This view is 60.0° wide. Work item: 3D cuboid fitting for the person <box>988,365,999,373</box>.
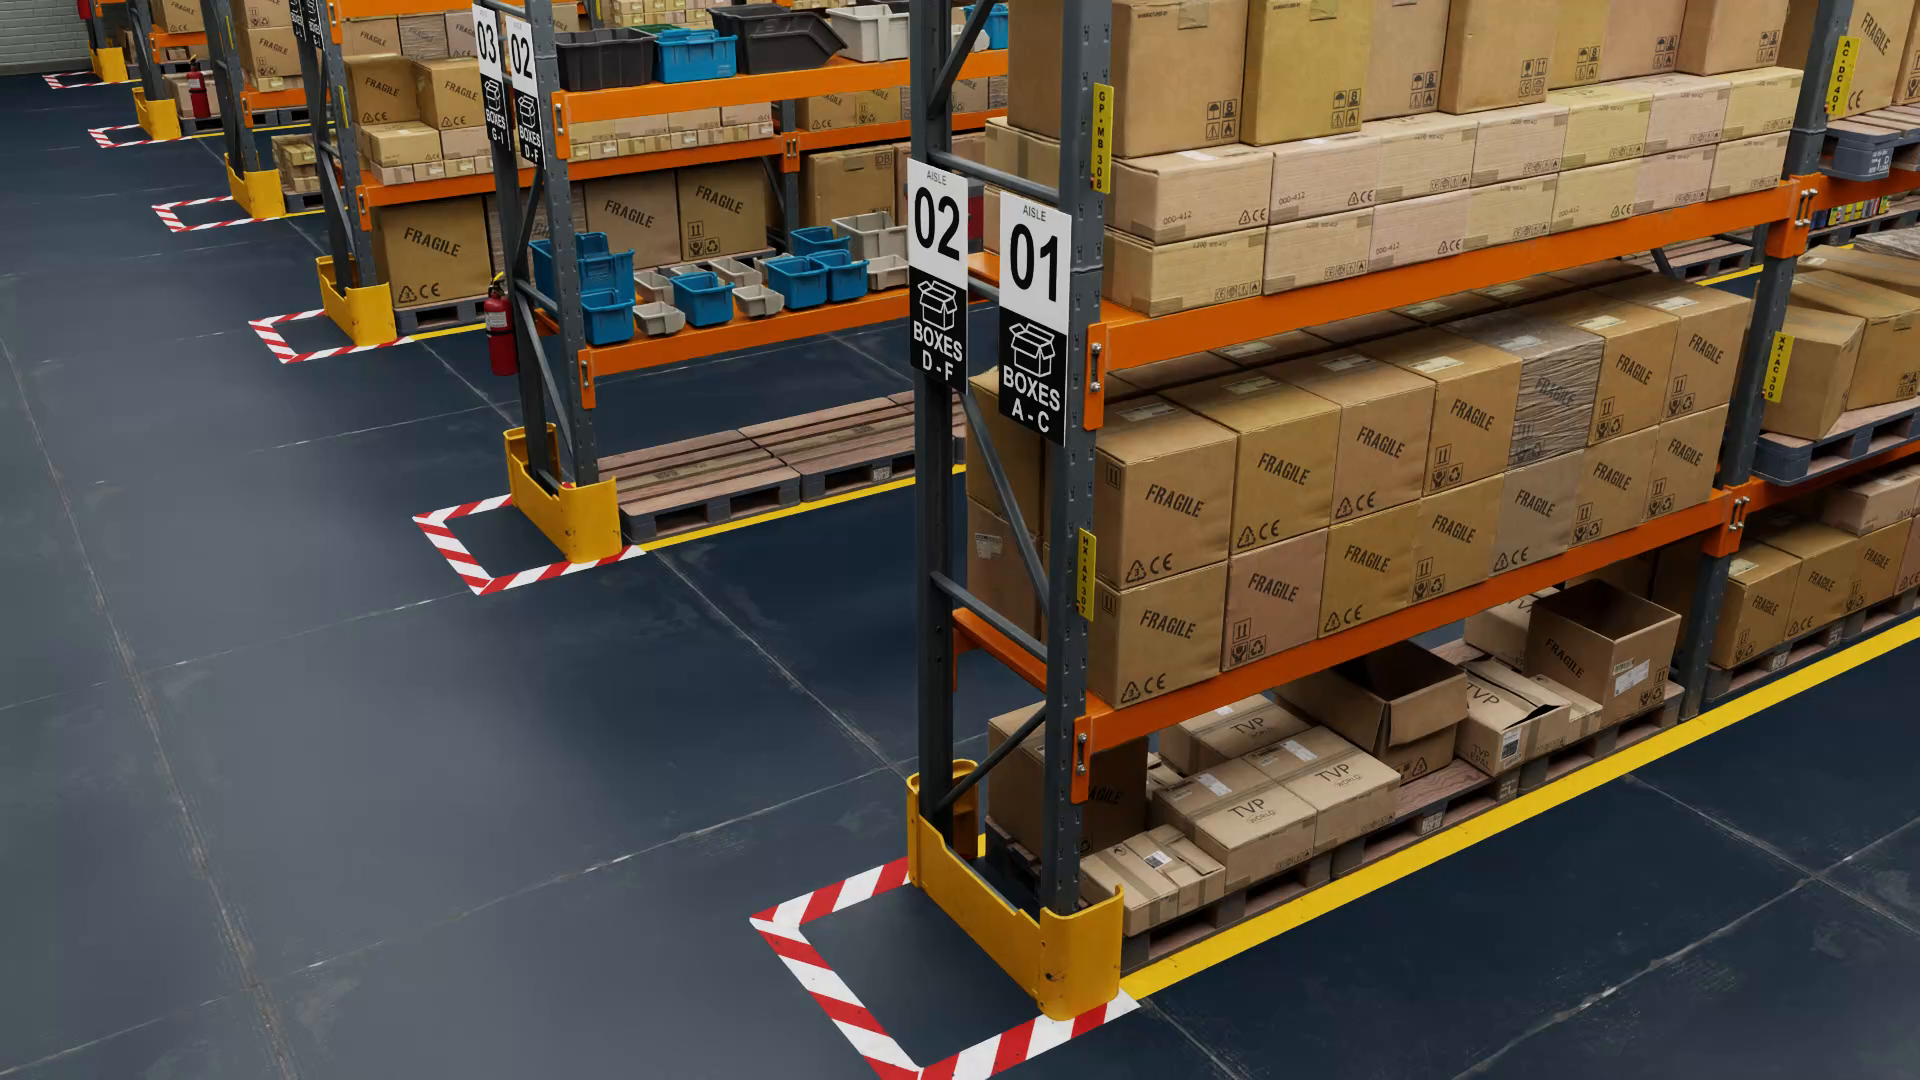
[{"bbox_3d":[0.382,-0.380,9.715,0.492,1.435,0.481,10,27,21],"label":"person"}]
